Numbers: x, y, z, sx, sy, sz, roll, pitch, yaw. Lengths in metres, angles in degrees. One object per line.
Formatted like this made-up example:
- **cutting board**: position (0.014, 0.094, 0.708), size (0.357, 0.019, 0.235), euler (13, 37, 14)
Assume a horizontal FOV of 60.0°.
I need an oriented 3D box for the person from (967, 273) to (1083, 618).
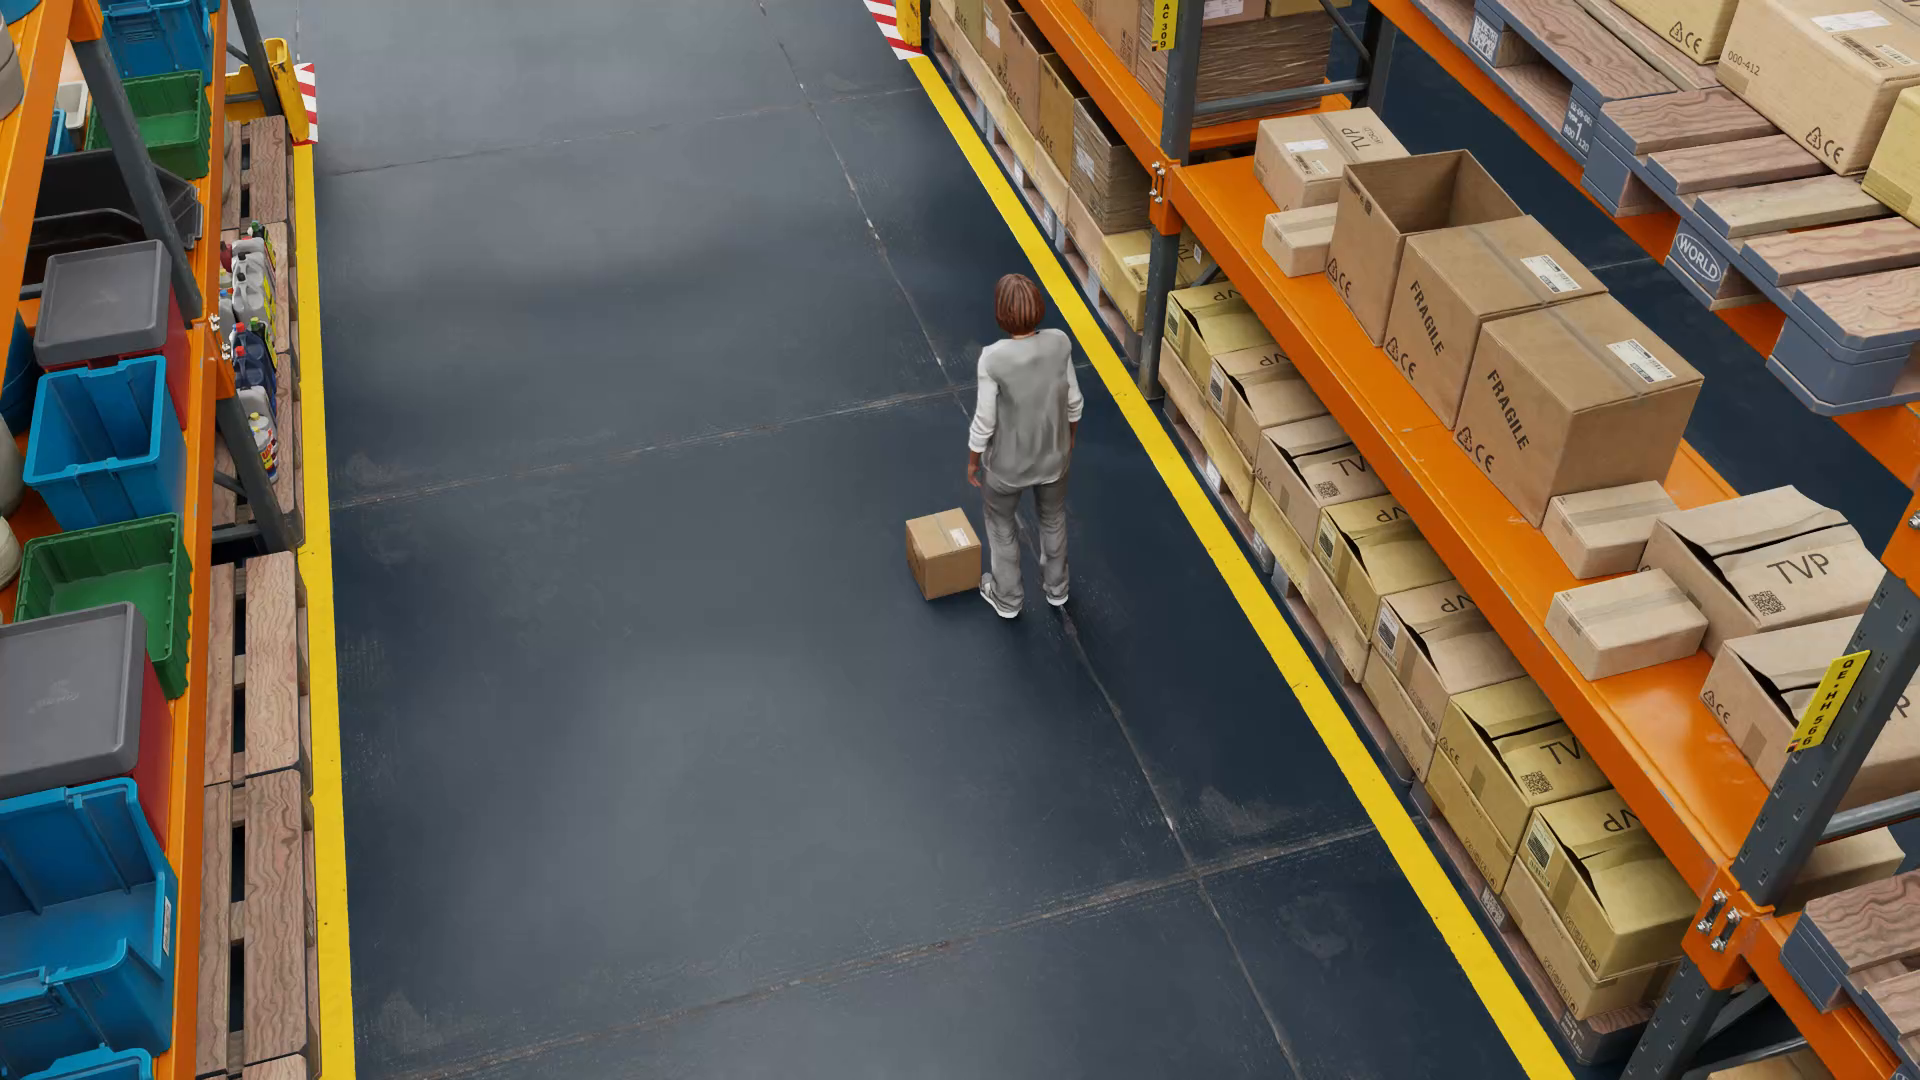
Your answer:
- **person**: position (0.256, -0.330, 6.525), size (0.484, 1.592, 0.346), euler (-14, 45, -14)
